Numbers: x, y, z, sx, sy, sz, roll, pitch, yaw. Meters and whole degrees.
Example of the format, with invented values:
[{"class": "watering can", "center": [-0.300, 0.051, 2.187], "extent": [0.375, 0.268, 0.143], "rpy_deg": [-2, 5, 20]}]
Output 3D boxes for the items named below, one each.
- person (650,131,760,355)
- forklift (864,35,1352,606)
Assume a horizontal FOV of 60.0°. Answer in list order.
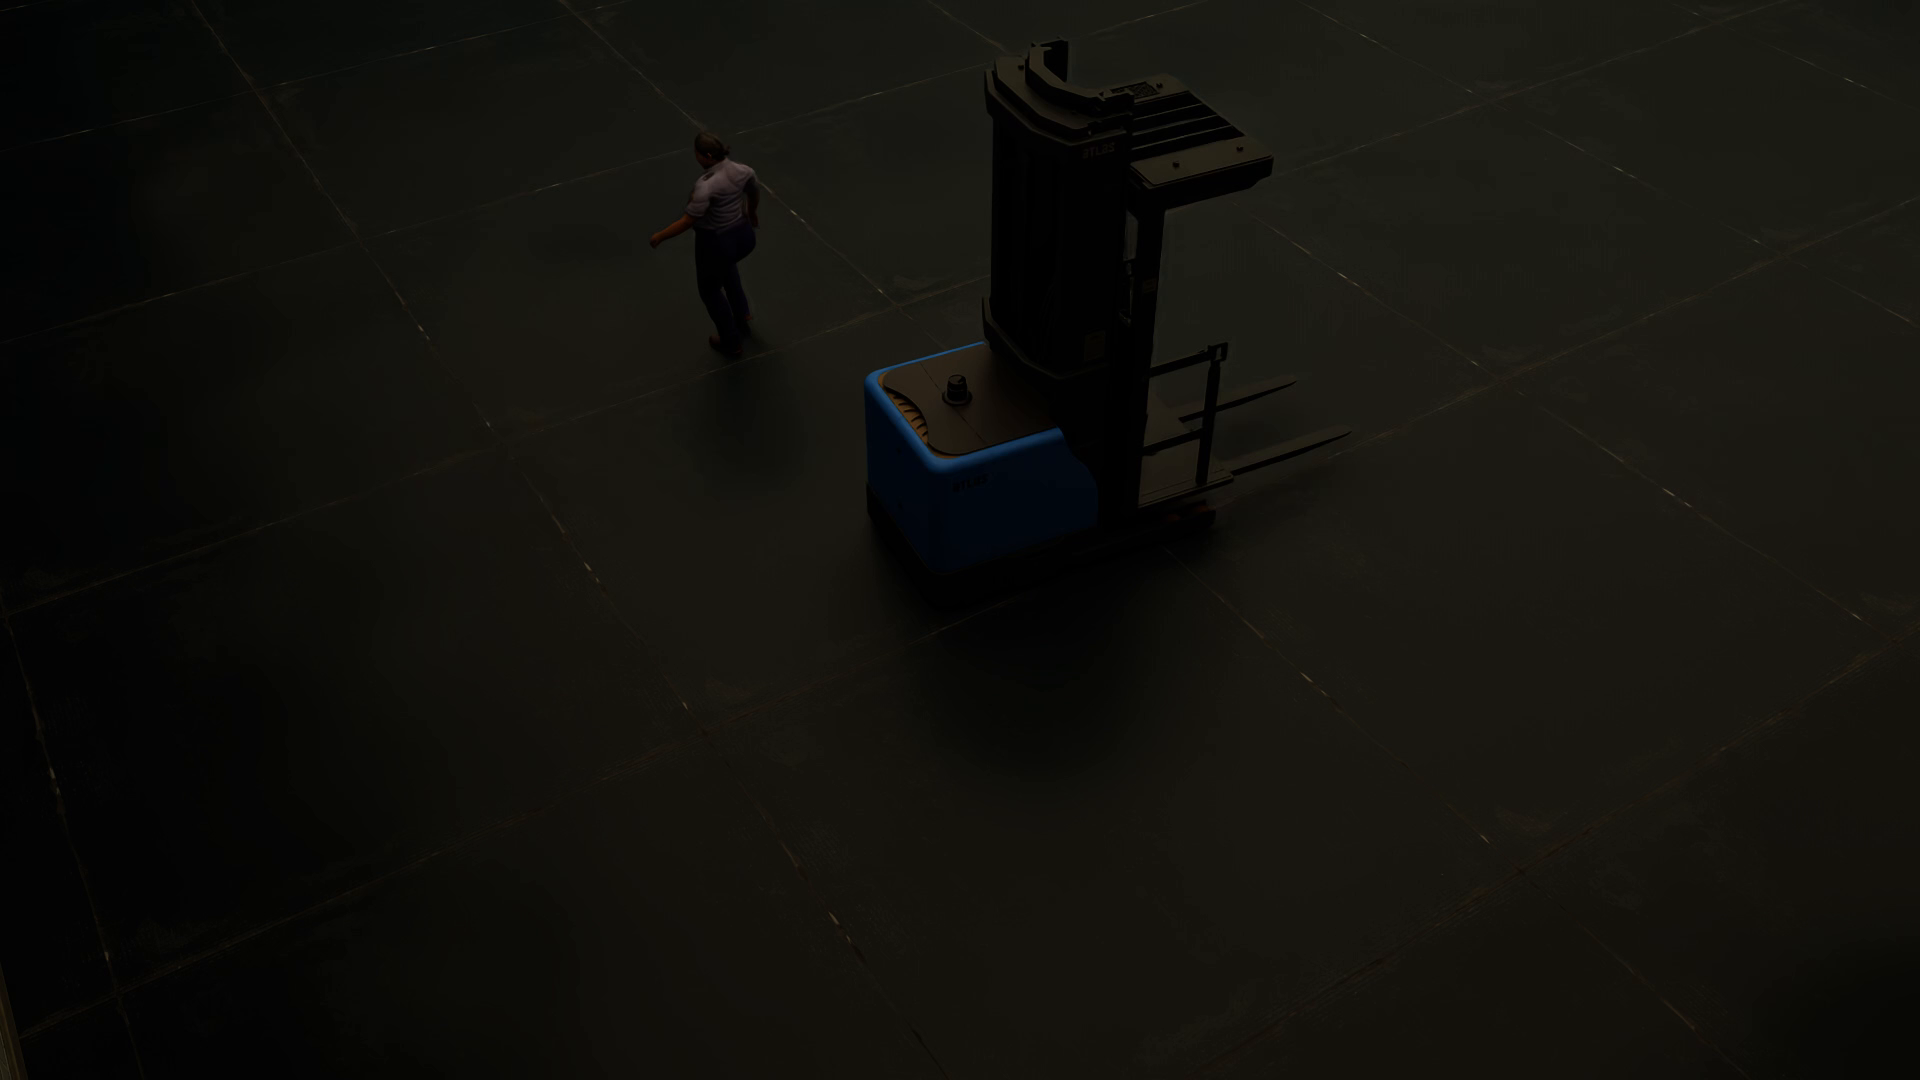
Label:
[{"class": "person", "center": [-1.638, -1.994, 11.186], "extent": [0.462, 1.673, 0.843], "rpy_deg": [31, 50, 30]}, {"class": "forklift", "center": [0.987, -1.394, 9.466], "extent": [3.031, 2.935, 1.130], "rpy_deg": [-18, 44, -19]}]
